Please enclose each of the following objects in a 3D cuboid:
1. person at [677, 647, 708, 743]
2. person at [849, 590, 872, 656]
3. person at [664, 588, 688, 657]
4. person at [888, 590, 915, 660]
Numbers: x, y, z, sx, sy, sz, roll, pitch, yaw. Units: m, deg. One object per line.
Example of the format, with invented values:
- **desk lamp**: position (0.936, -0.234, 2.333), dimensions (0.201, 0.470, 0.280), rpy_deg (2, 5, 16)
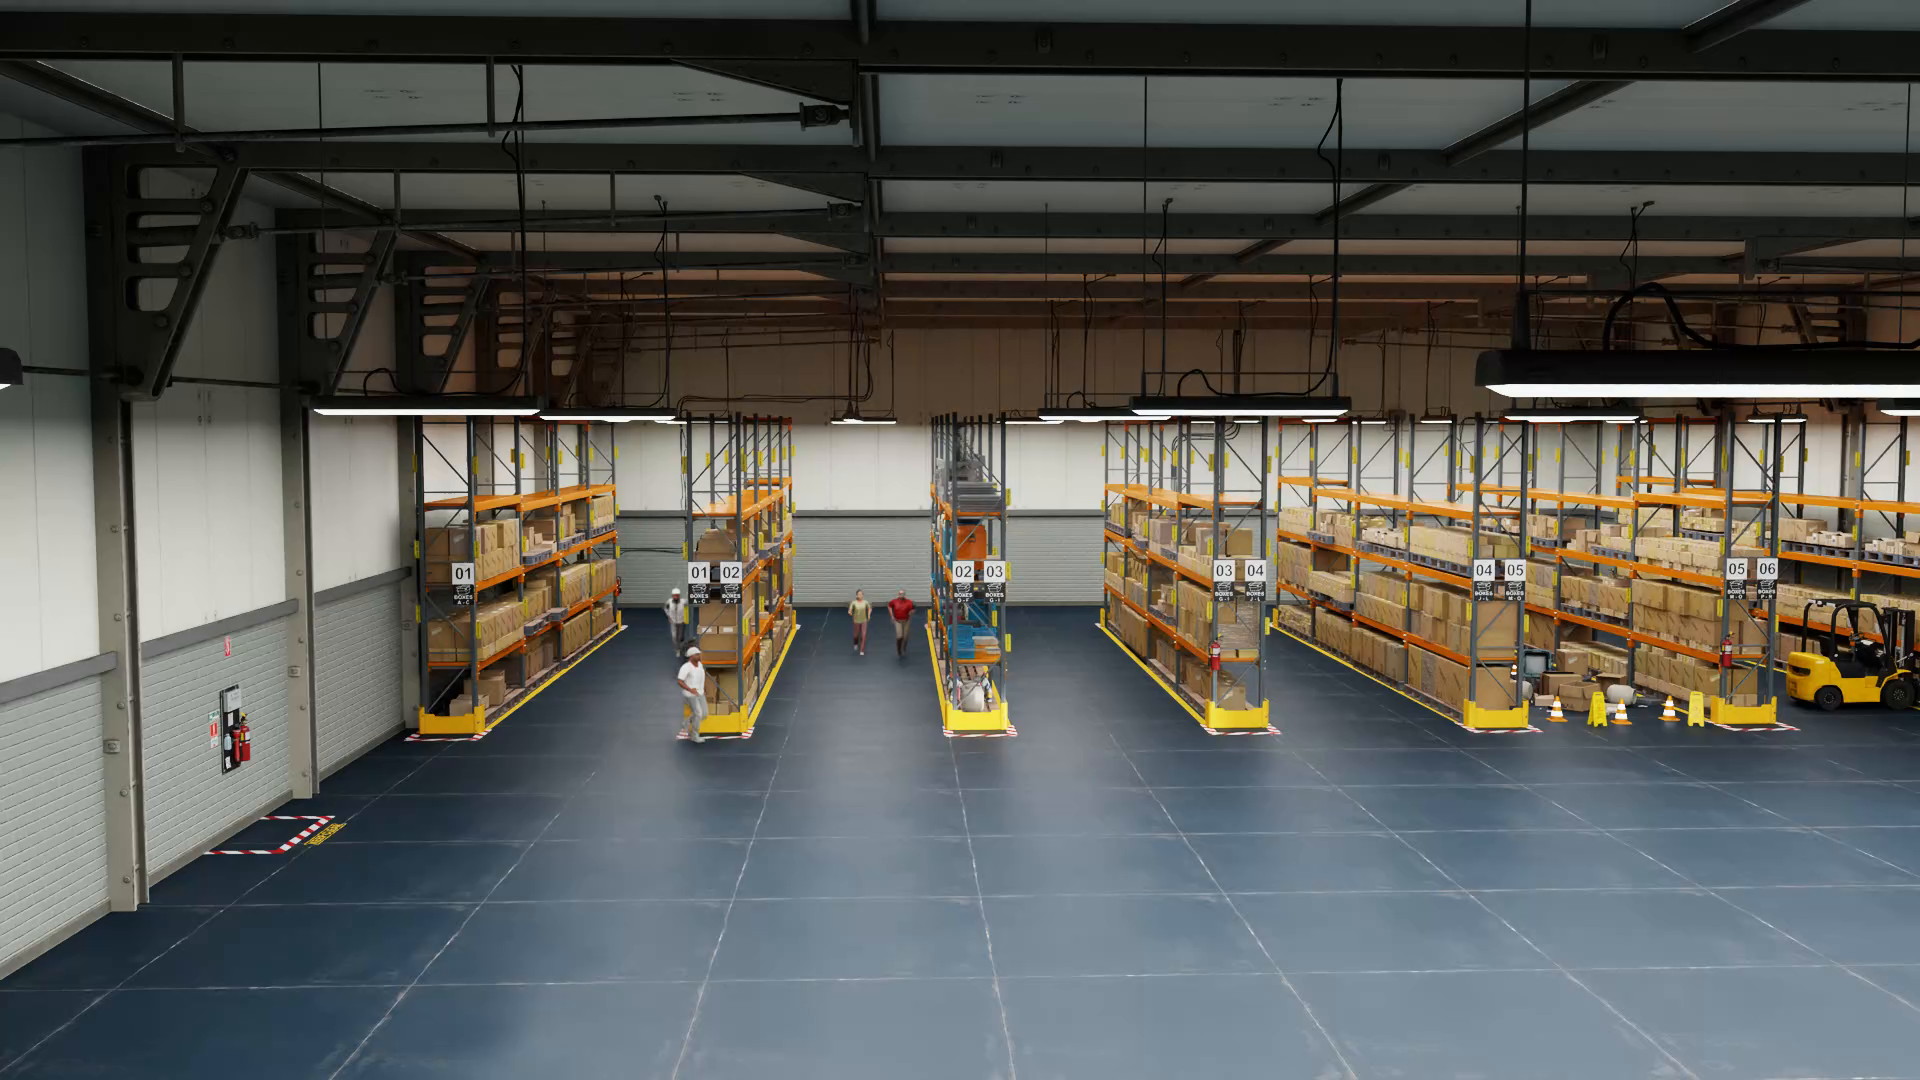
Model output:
- **person**: position (-4.877, 2.806, 30.210), dimensions (0.588, 1.732, 0.708), rpy_deg (2, 4, 27)
- **person**: position (-2.500, 2.066, 41.763), dimensions (0.588, 1.628, 0.758), rpy_deg (-1, 4, -9)
- **person**: position (-7.070, 2.047, 41.631), dimensions (0.636, 1.723, 0.847), rpy_deg (0, 4, 0)
- **person**: position (-1.433, 2.101, 40.998), dimensions (0.657, 1.776, 0.802), rpy_deg (0, 4, -6)
